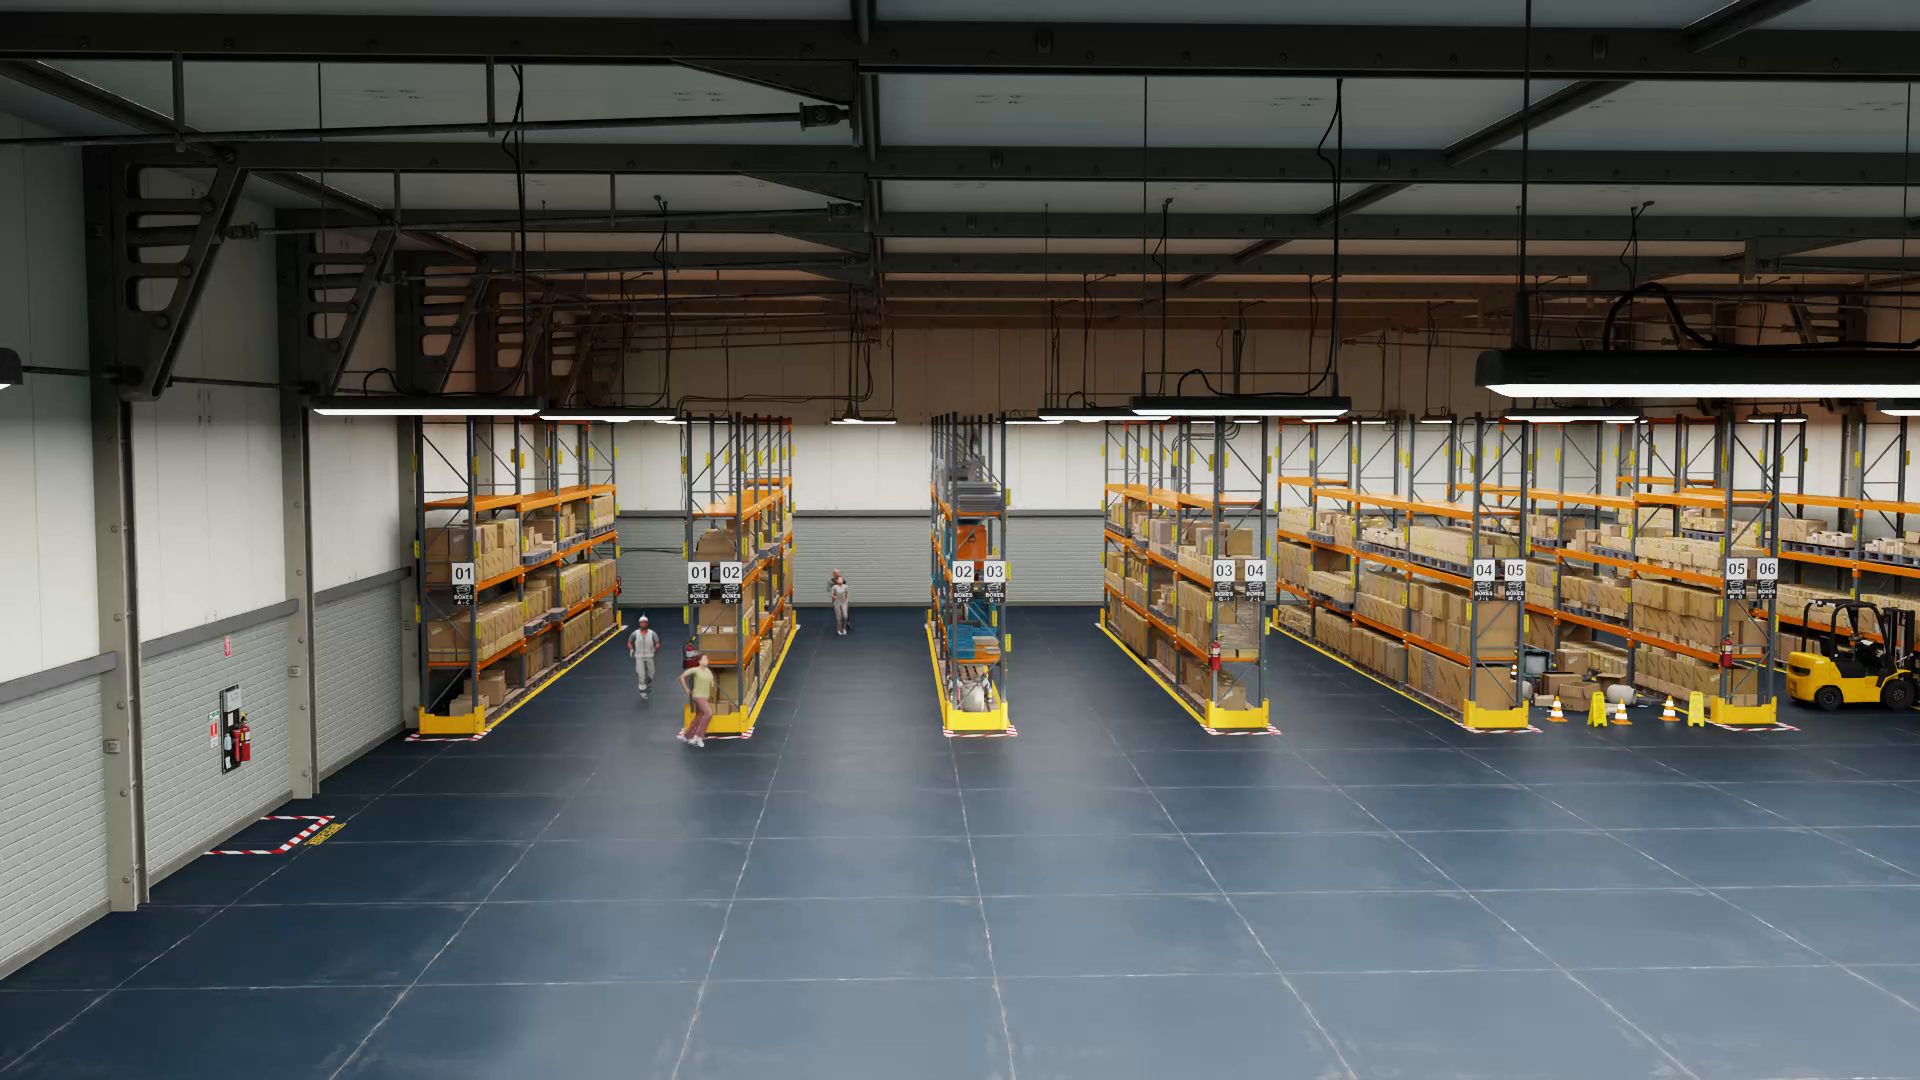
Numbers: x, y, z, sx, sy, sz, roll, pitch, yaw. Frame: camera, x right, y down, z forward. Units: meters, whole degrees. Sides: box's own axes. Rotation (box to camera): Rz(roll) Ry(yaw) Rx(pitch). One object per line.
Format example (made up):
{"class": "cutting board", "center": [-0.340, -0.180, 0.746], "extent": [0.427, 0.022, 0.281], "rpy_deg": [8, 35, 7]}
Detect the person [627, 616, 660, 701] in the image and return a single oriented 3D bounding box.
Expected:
{"class": "person", "center": [-6.635, 2.476, 34.897], "extent": [0.663, 1.748, 0.780], "rpy_deg": [-1, 4, -15]}

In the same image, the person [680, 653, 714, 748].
{"class": "person", "center": [-4.656, 2.857, 29.893], "extent": [0.664, 1.664, 0.568], "rpy_deg": [2, 4, 26]}

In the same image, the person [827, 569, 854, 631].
{"class": "person", "center": [-3.460, 1.682, 47.018], "extent": [0.677, 1.713, 0.898], "rpy_deg": [-2, 4, -23]}

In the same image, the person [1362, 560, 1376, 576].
{"class": "person", "center": [12.085, 1.462, 49.243], "extent": [0.881, 1.789, 0.651], "rpy_deg": [0, 4, -6]}

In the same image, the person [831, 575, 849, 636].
{"class": "person", "center": [-3.279, 1.794, 45.604], "extent": [0.533, 1.657, 0.691], "rpy_deg": [-1, 4, -11]}
